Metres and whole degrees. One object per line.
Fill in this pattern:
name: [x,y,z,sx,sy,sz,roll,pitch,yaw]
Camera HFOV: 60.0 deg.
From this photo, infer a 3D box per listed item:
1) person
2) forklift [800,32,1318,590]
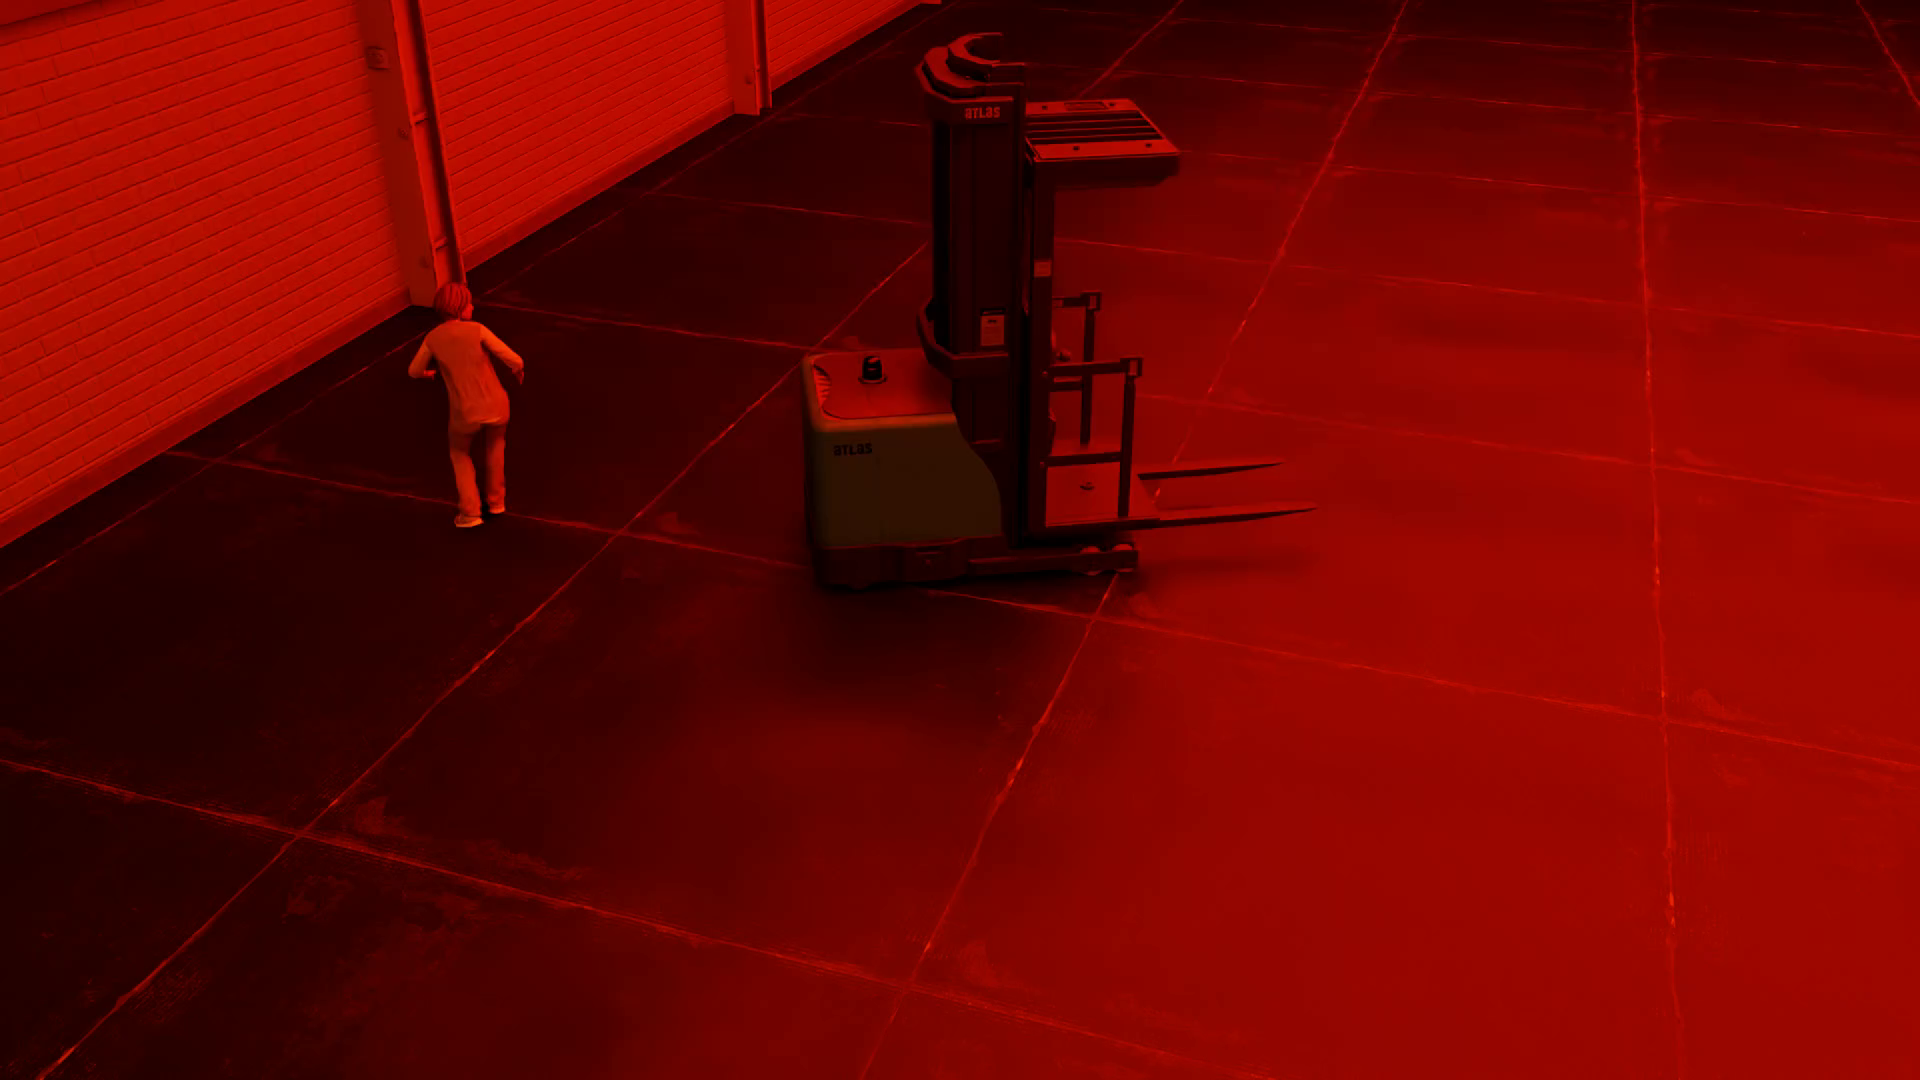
person: [-2.952,-0.829,10.042,0.658,1.526,0.626,-9,31,-16]
forklift: [0.603,-1.321,9.453,3.031,2.935,1.130,-5,30,-8]
